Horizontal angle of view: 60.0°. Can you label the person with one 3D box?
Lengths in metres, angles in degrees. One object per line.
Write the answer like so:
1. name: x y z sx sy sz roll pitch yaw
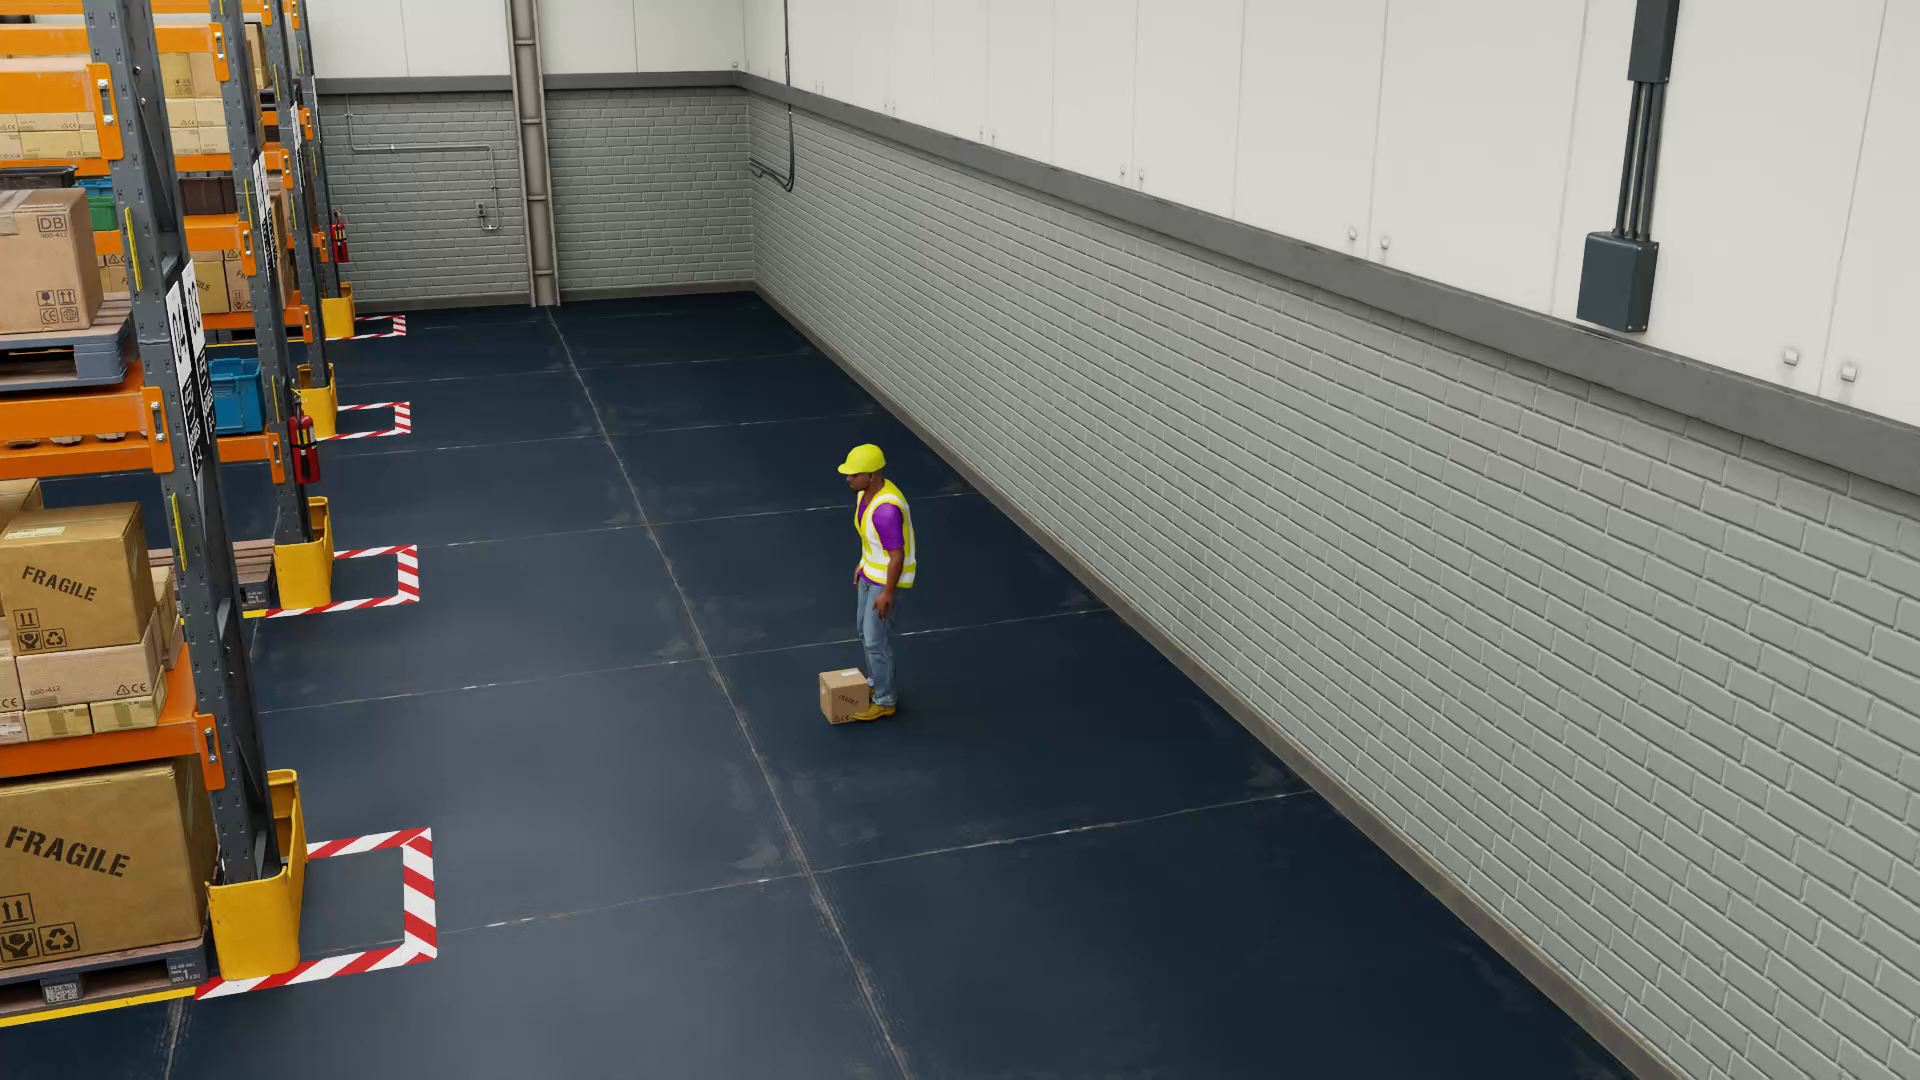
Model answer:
1. person: -0.518 0.243 10.336 0.460 1.760 0.627 -6 20 -17
